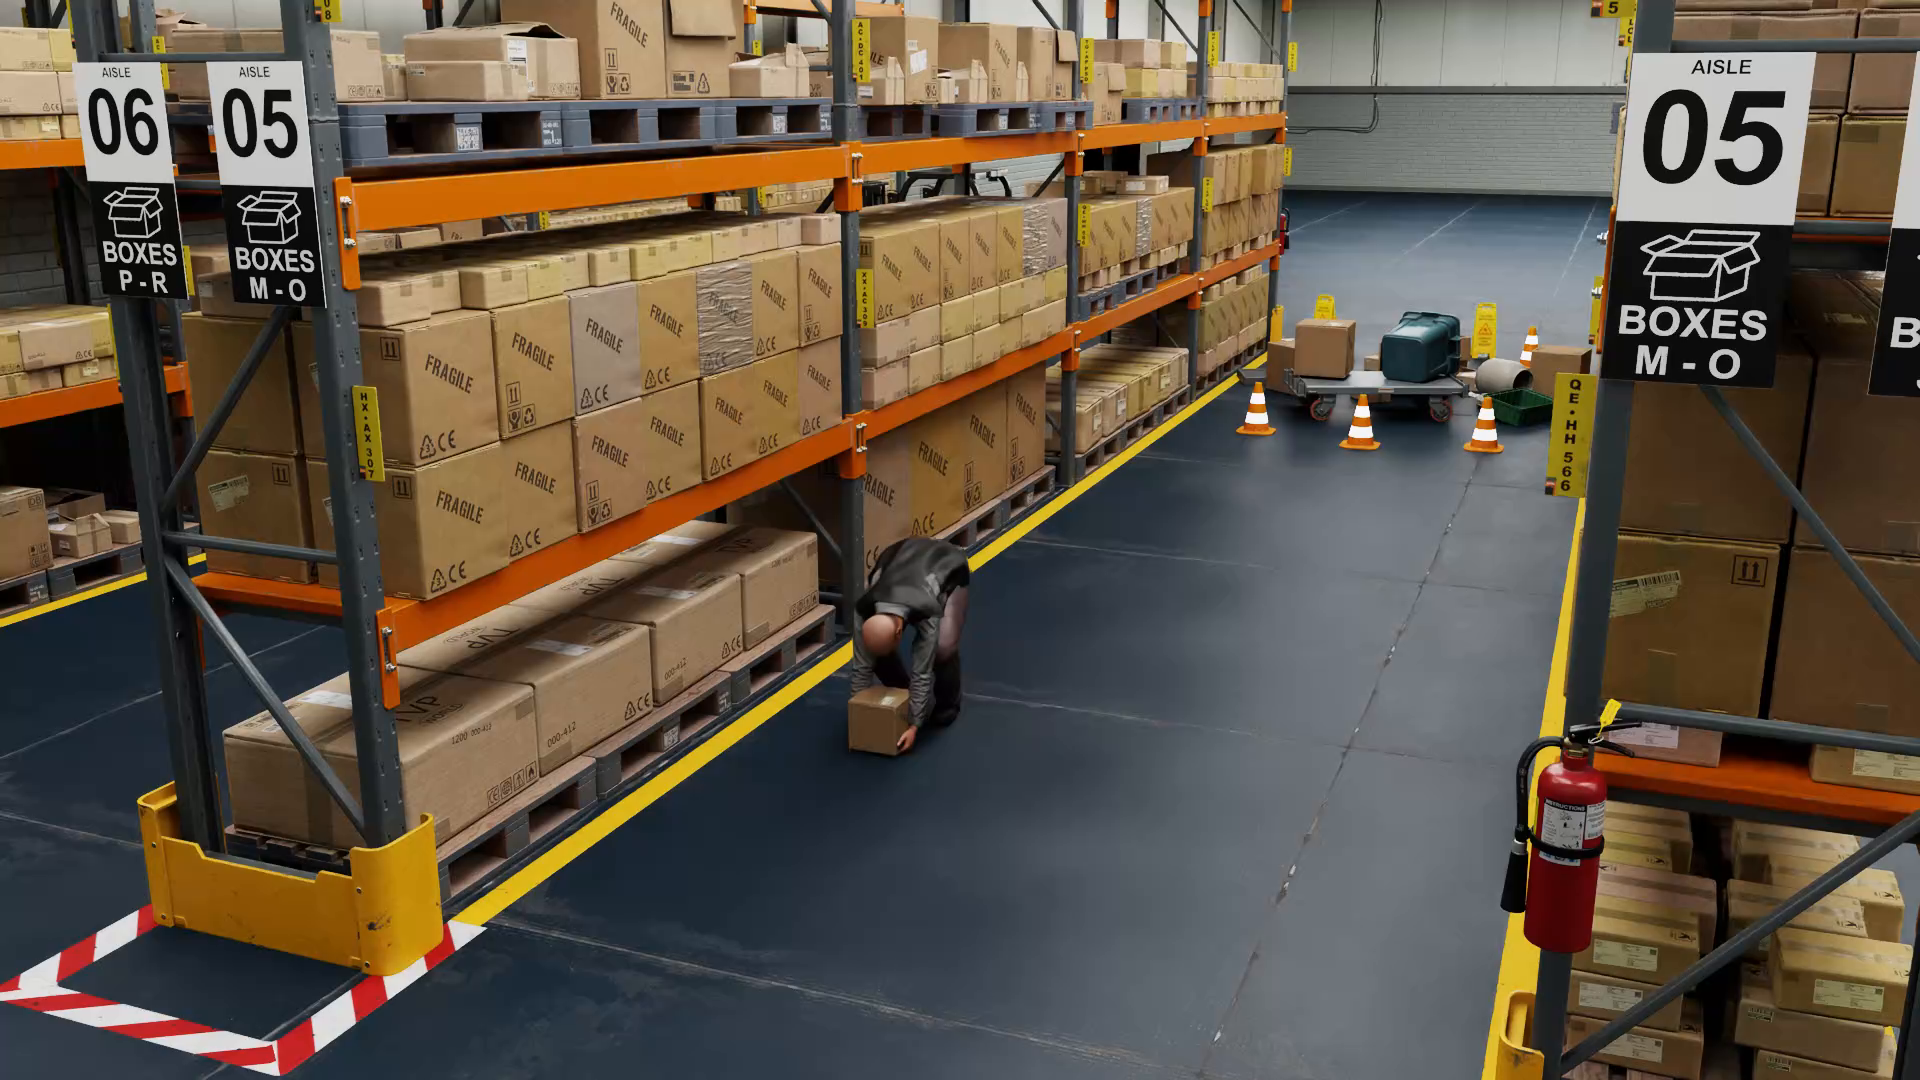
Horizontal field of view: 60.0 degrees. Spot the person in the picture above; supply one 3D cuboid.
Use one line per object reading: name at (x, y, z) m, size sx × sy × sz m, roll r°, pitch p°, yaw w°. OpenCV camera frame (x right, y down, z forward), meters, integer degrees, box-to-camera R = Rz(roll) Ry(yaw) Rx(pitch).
person at (-0.253, 0.492, 8.294) m, size 0.519 × 0.922 × 0.947 m, roll 5°, pitch 16°, yaw 19°
